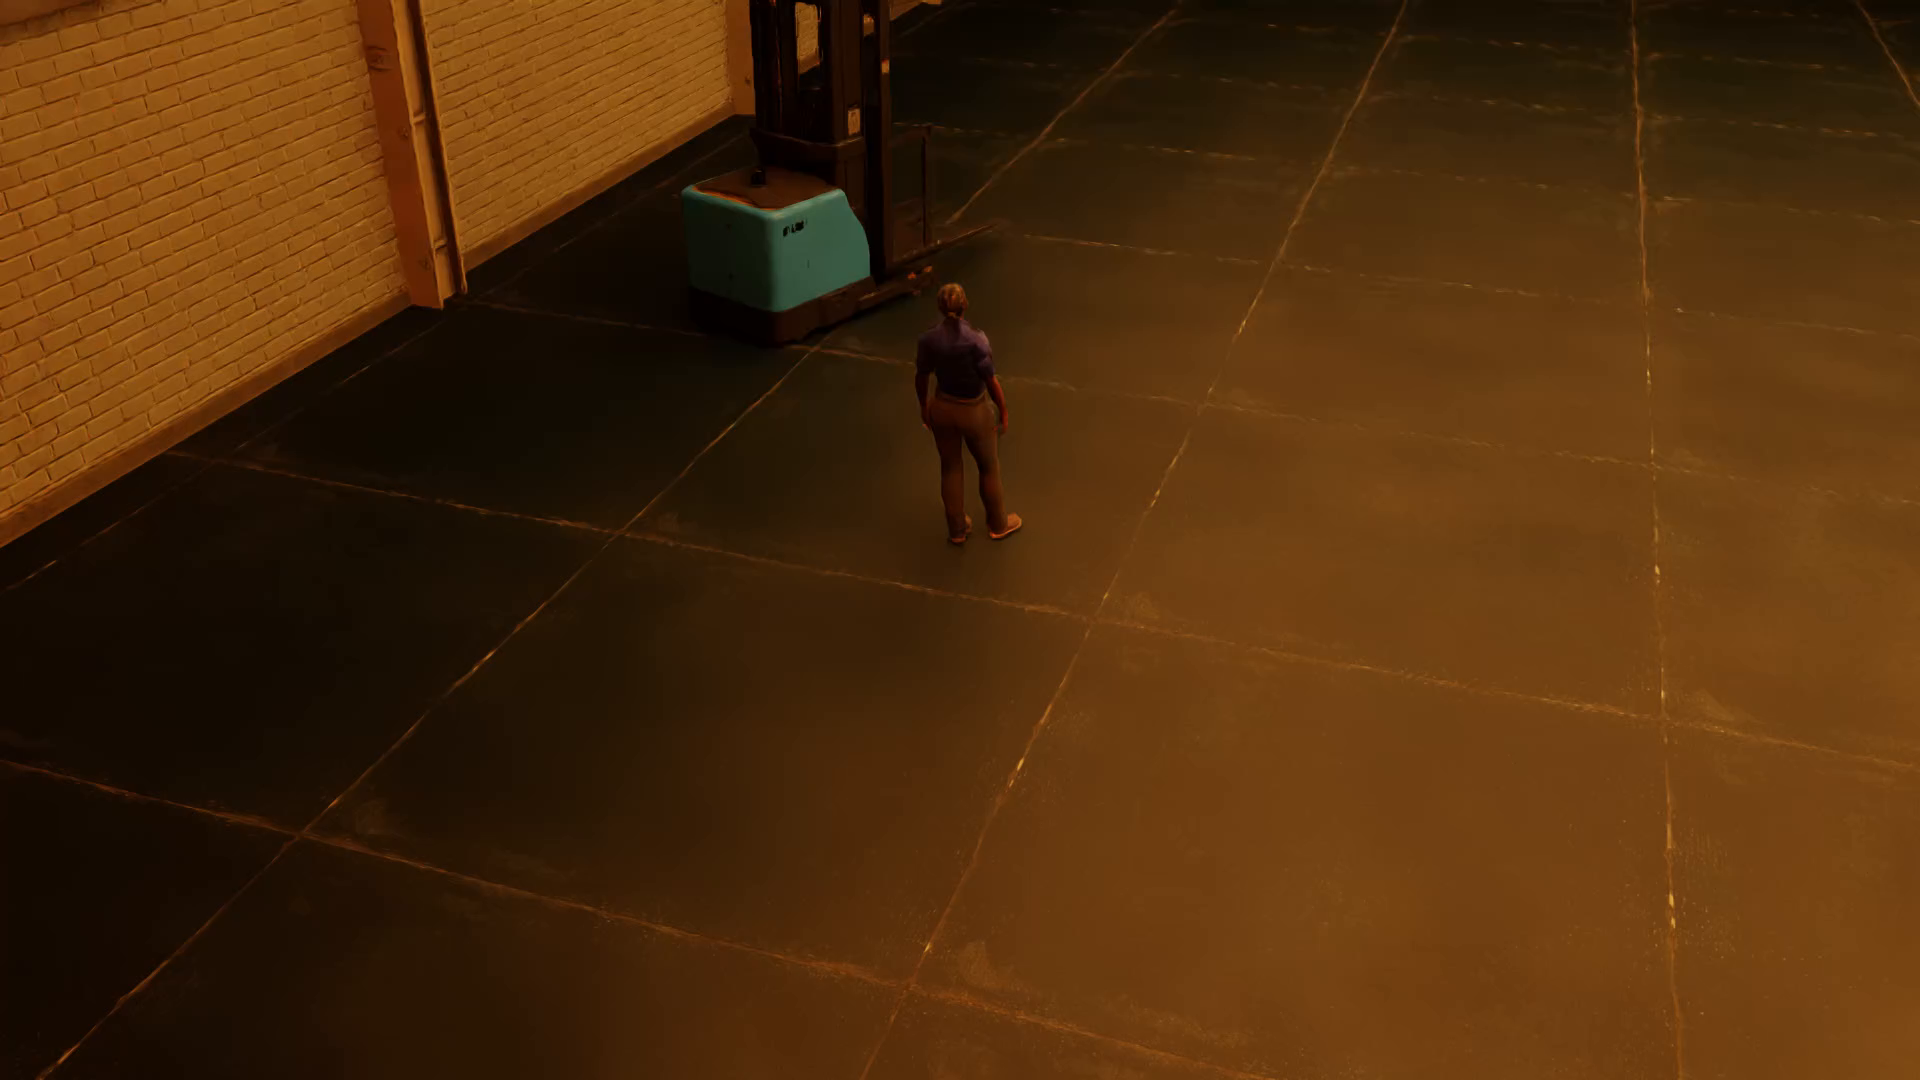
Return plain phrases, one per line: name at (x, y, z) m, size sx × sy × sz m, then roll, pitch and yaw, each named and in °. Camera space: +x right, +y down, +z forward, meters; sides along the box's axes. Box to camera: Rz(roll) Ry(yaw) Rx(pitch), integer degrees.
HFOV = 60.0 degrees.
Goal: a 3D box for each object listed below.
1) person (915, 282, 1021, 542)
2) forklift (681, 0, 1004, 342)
person at (0.047, -0.763, 9.749) m, size 0.570 × 1.654 × 0.503 m, roll 10°, pitch 31°, yaw 16°
forklift at (-0.821, -3.431, 13.155) m, size 1.130 × 2.935 × 3.031 m, roll 22°, pitch 36°, yaw 33°
